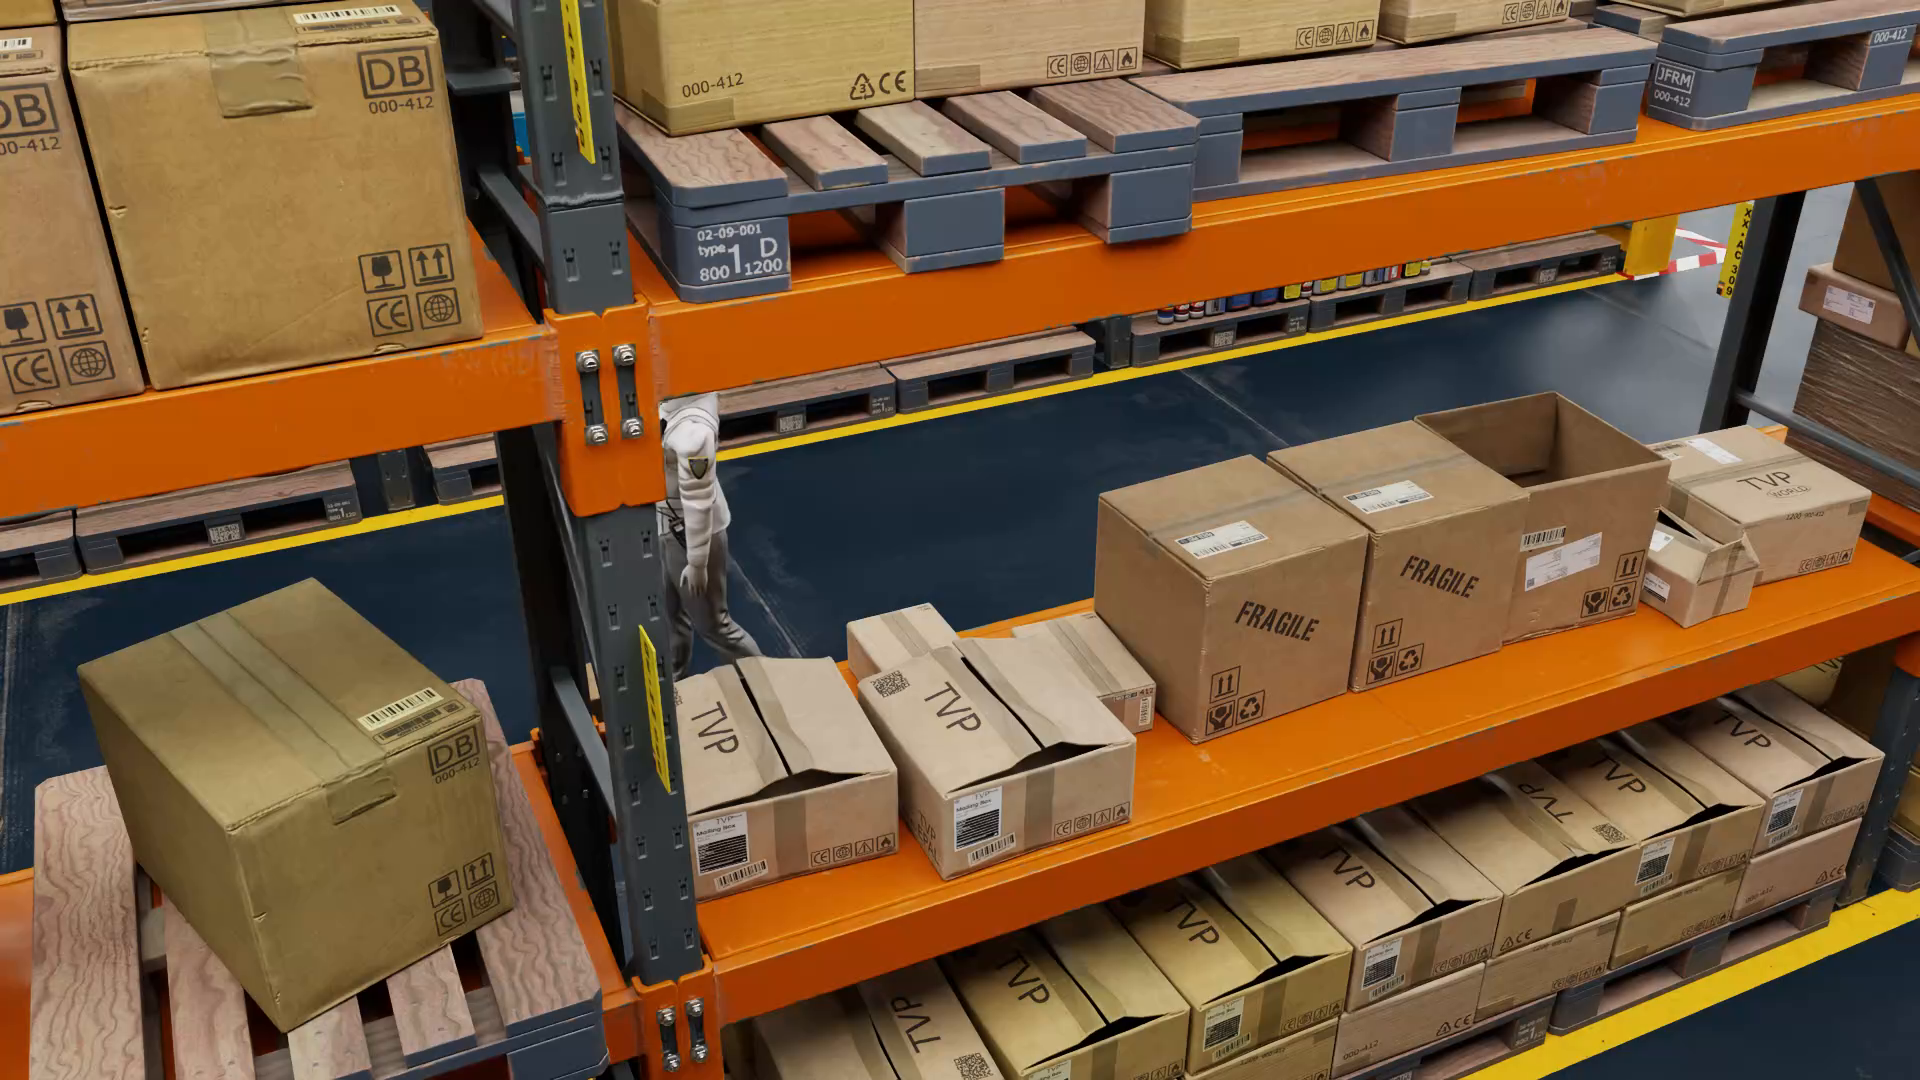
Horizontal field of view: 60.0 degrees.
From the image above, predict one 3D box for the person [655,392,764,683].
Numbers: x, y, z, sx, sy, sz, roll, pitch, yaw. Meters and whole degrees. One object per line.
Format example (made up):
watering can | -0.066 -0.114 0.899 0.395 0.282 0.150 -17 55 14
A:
person | -1.034 -0.030 6.162 0.669 1.663 0.518 -5 30 -9
